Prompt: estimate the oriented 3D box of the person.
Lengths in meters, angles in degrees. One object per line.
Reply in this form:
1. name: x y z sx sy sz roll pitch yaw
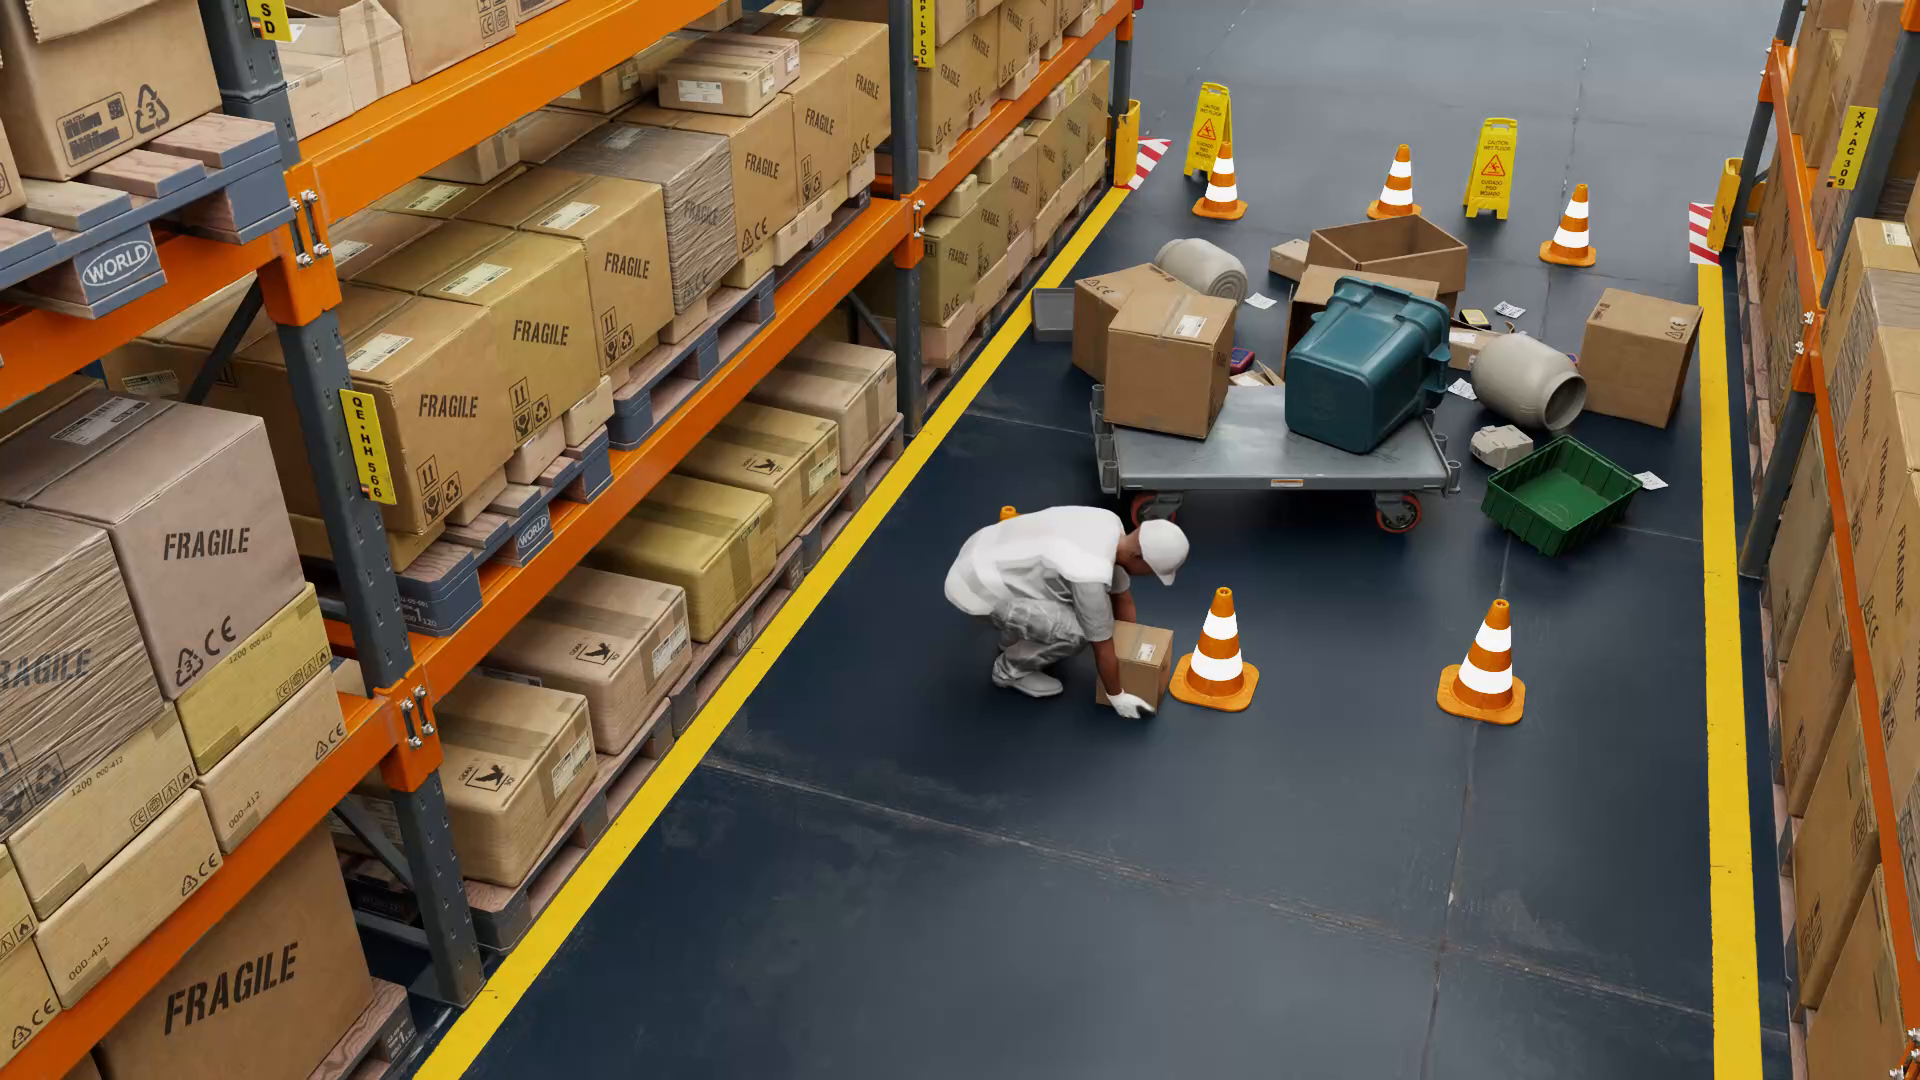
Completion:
1. person: 0.426 0.253 6.725 0.948 0.876 0.558 10 34 15
